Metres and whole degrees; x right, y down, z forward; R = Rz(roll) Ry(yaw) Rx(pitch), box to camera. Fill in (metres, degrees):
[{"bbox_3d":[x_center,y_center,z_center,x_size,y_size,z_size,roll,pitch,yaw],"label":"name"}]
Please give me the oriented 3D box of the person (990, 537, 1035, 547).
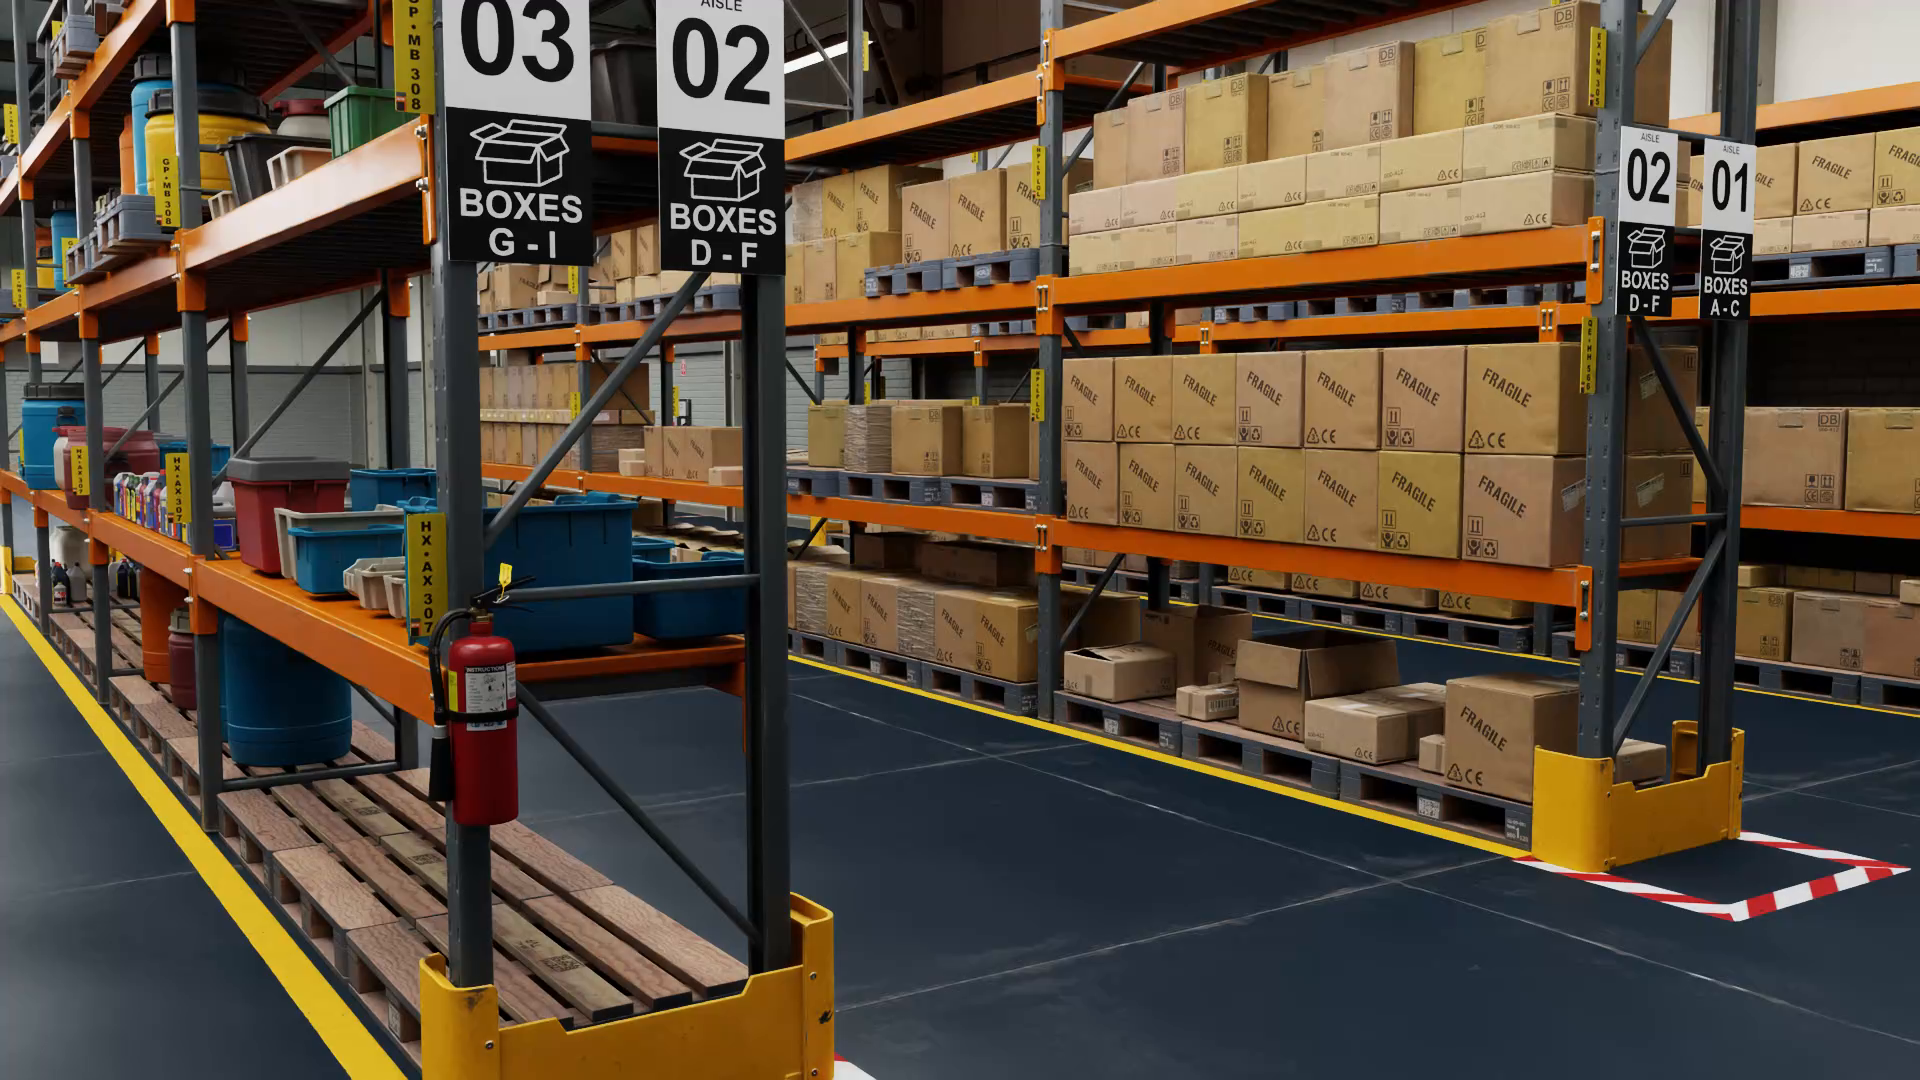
[{"bbox_3d":[0.490,-0.029,14.858,0.515,1.715,0.347,-4,7,-43],"label":"person"}]
